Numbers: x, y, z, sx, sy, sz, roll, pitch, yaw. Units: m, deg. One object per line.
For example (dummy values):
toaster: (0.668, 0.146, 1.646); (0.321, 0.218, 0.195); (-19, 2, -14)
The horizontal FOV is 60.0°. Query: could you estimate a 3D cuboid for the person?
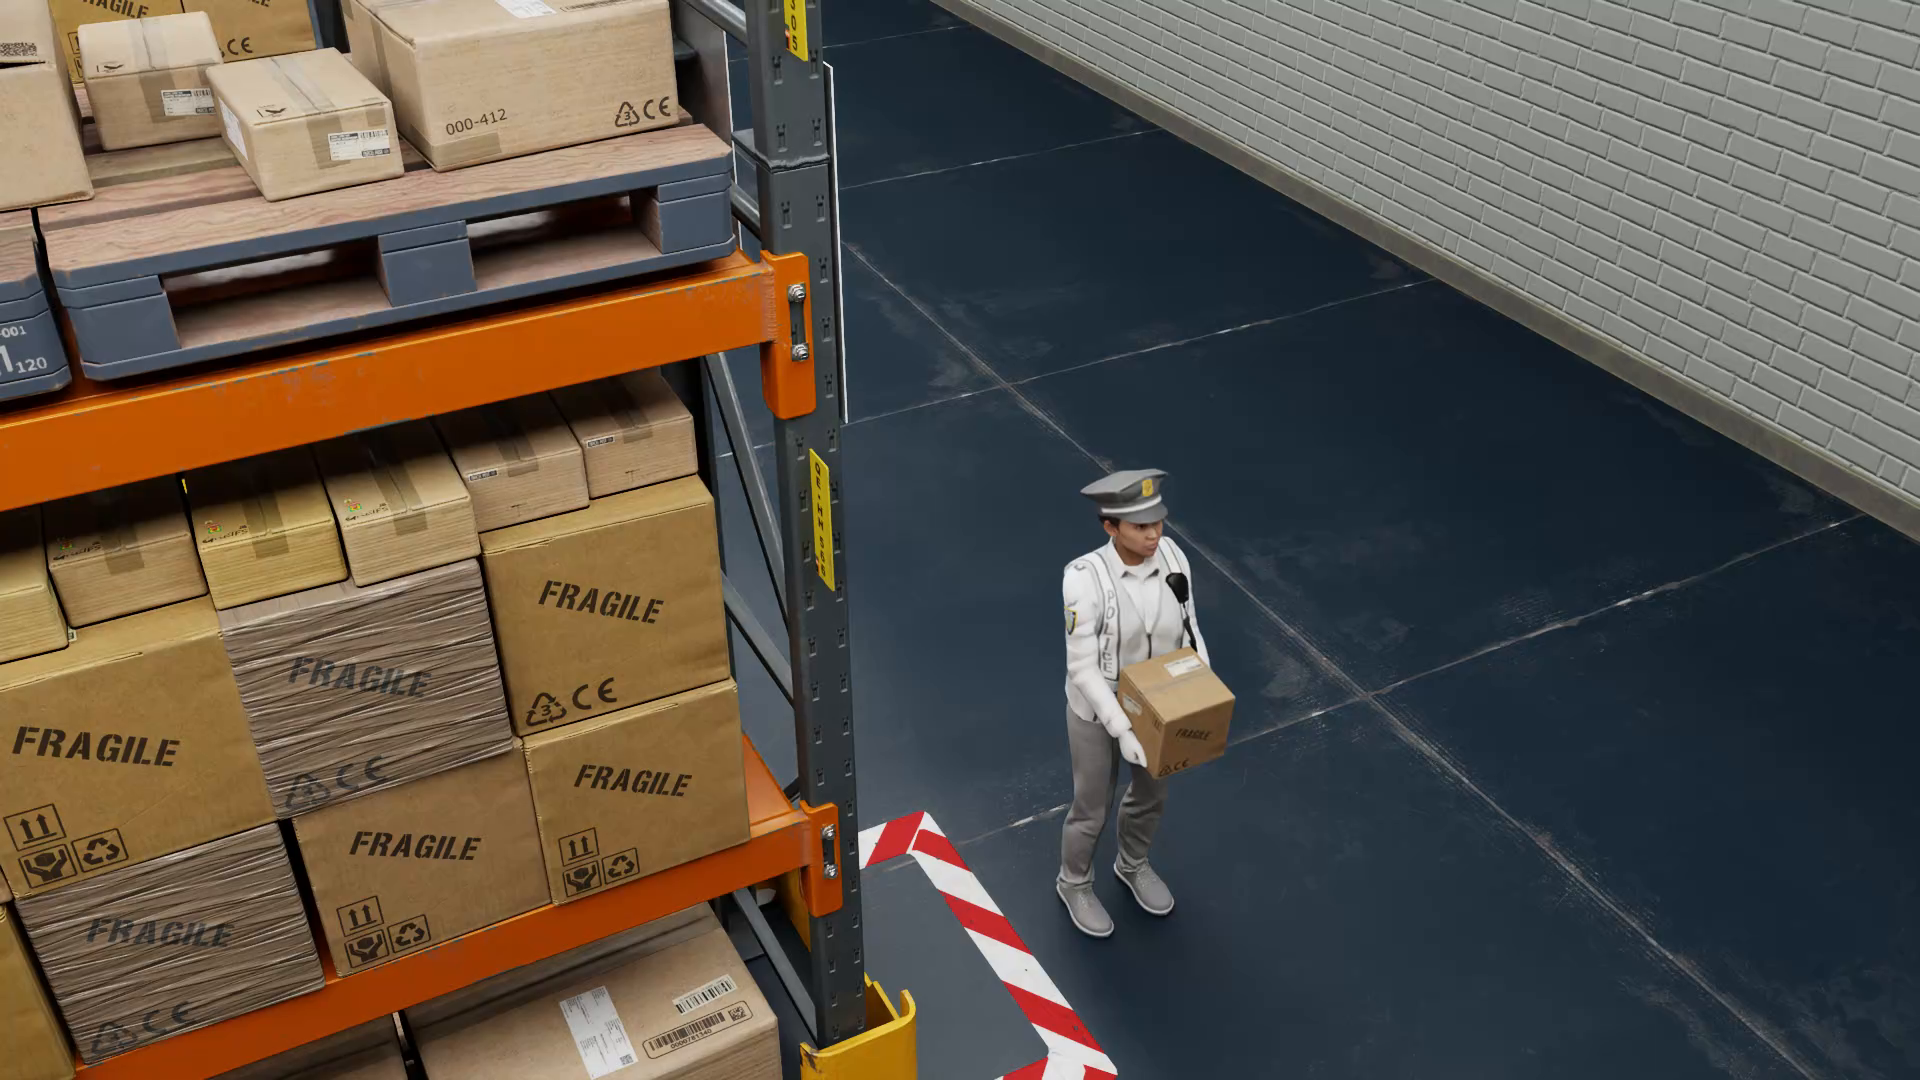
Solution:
person: (0.553, 0.559, 5.265); (0.459, 1.686, 0.556); (-16, 36, -22)
